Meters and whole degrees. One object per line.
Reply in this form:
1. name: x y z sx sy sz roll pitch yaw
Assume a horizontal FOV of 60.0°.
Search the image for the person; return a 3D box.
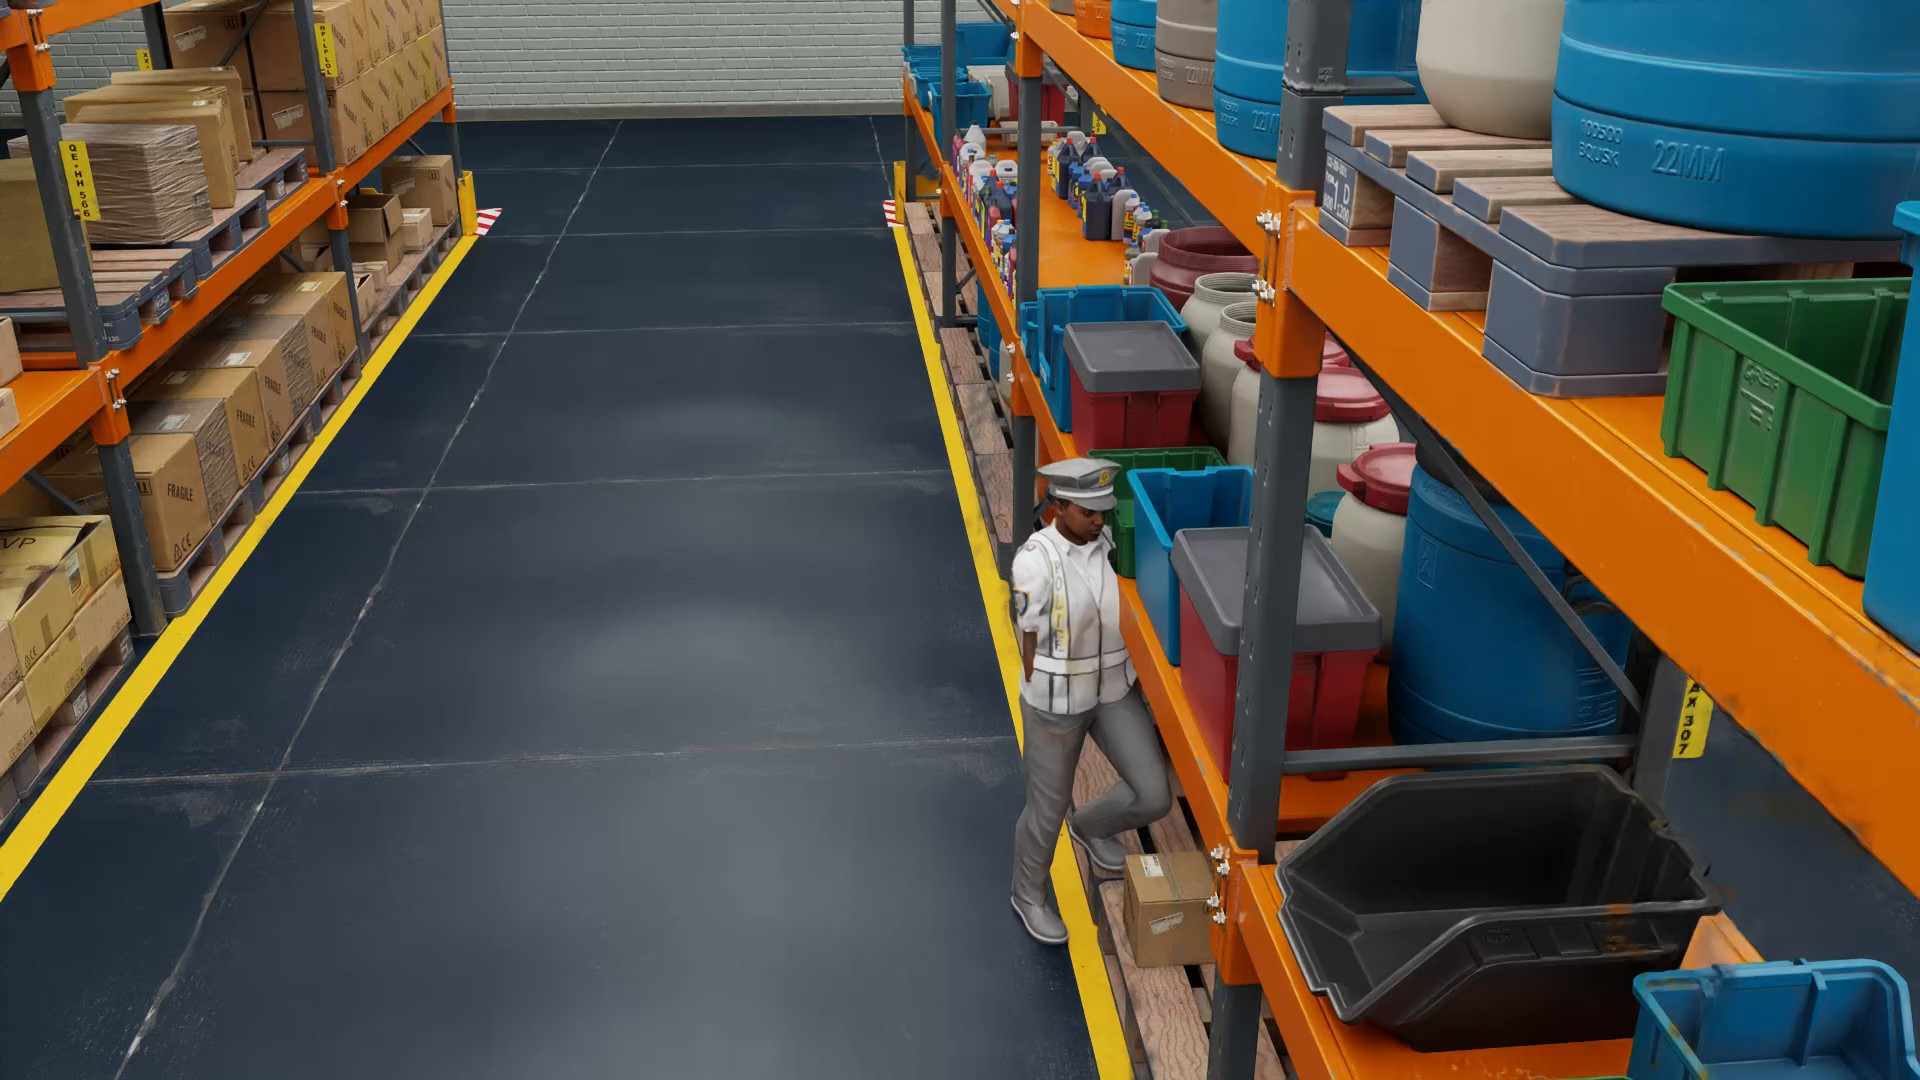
1. person: 0.422 0.542 5.385 0.438 1.660 0.495 -13 27 -26
